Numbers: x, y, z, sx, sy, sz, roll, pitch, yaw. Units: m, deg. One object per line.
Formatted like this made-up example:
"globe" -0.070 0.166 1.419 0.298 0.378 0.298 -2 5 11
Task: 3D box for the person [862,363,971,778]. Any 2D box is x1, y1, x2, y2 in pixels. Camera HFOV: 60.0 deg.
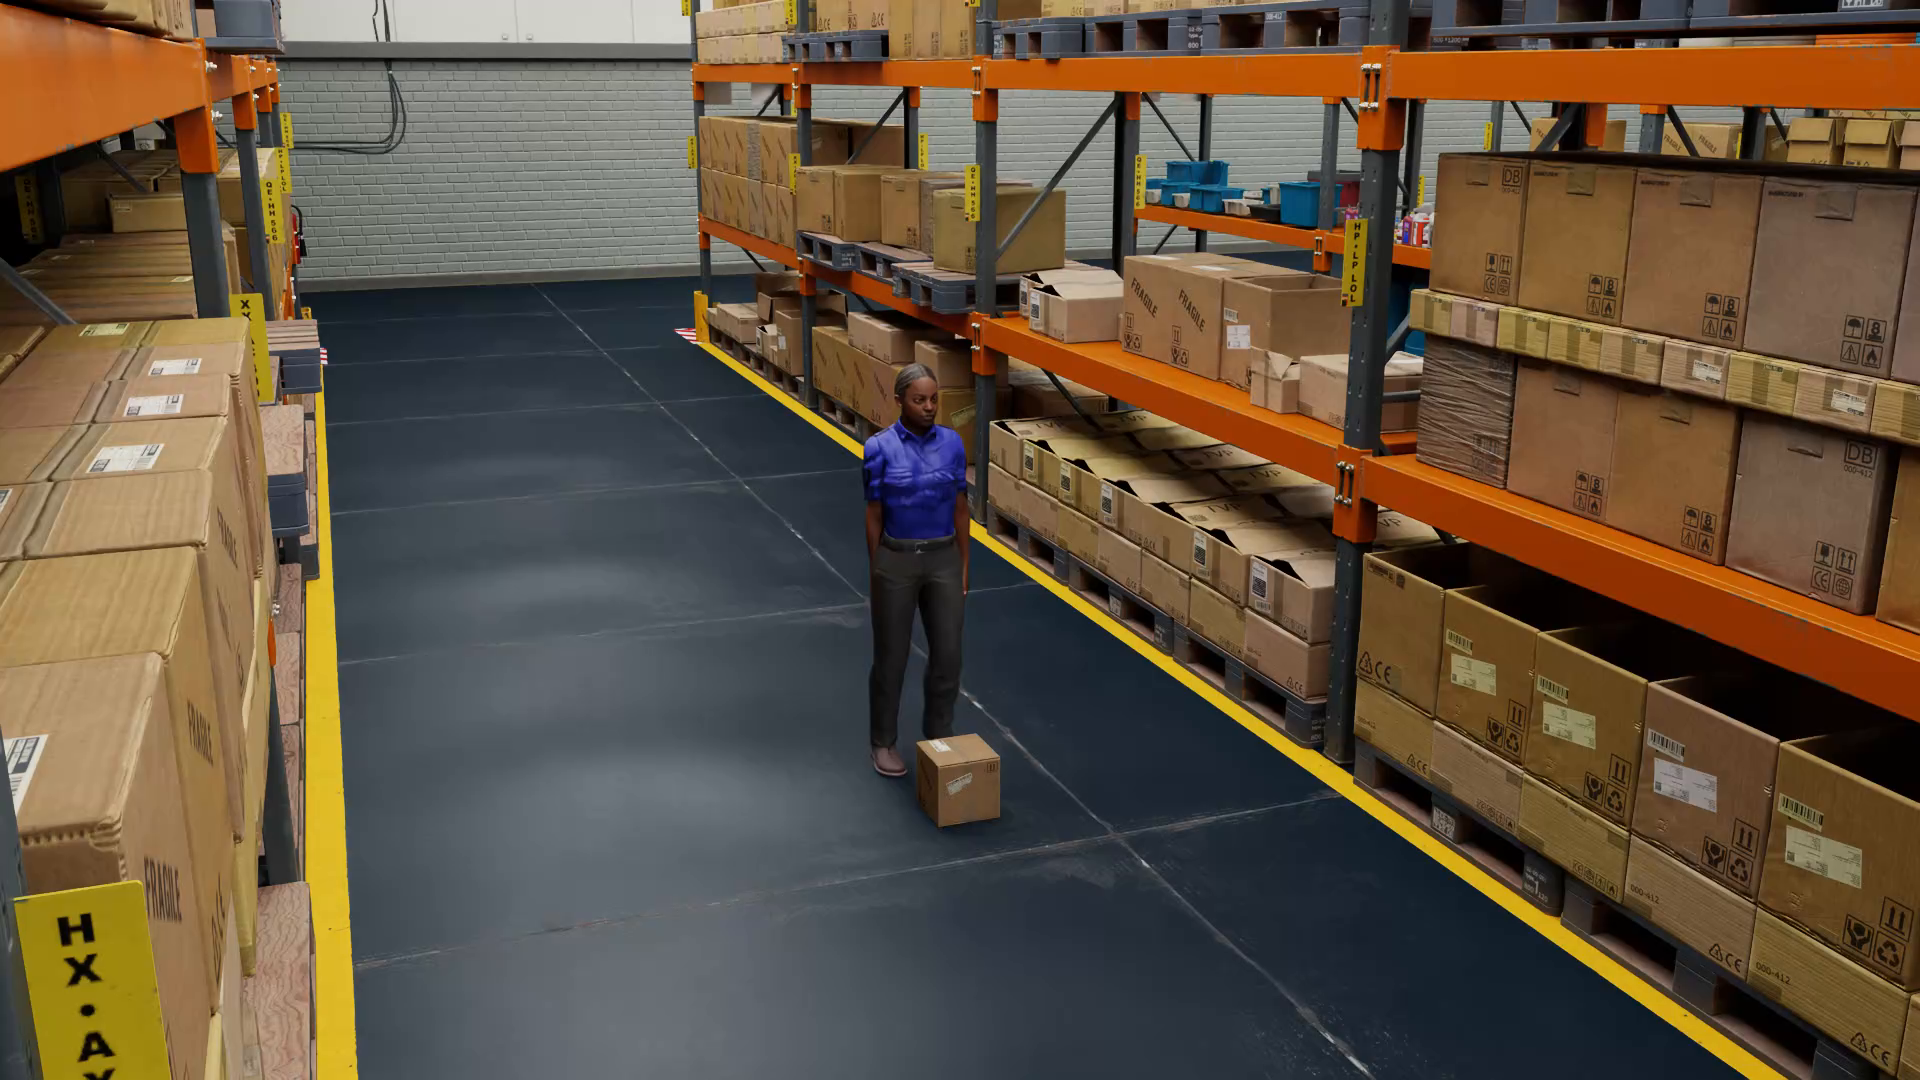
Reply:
"person" -0.165 0.121 6.619 0.426 1.658 0.317 -6 17 -19
